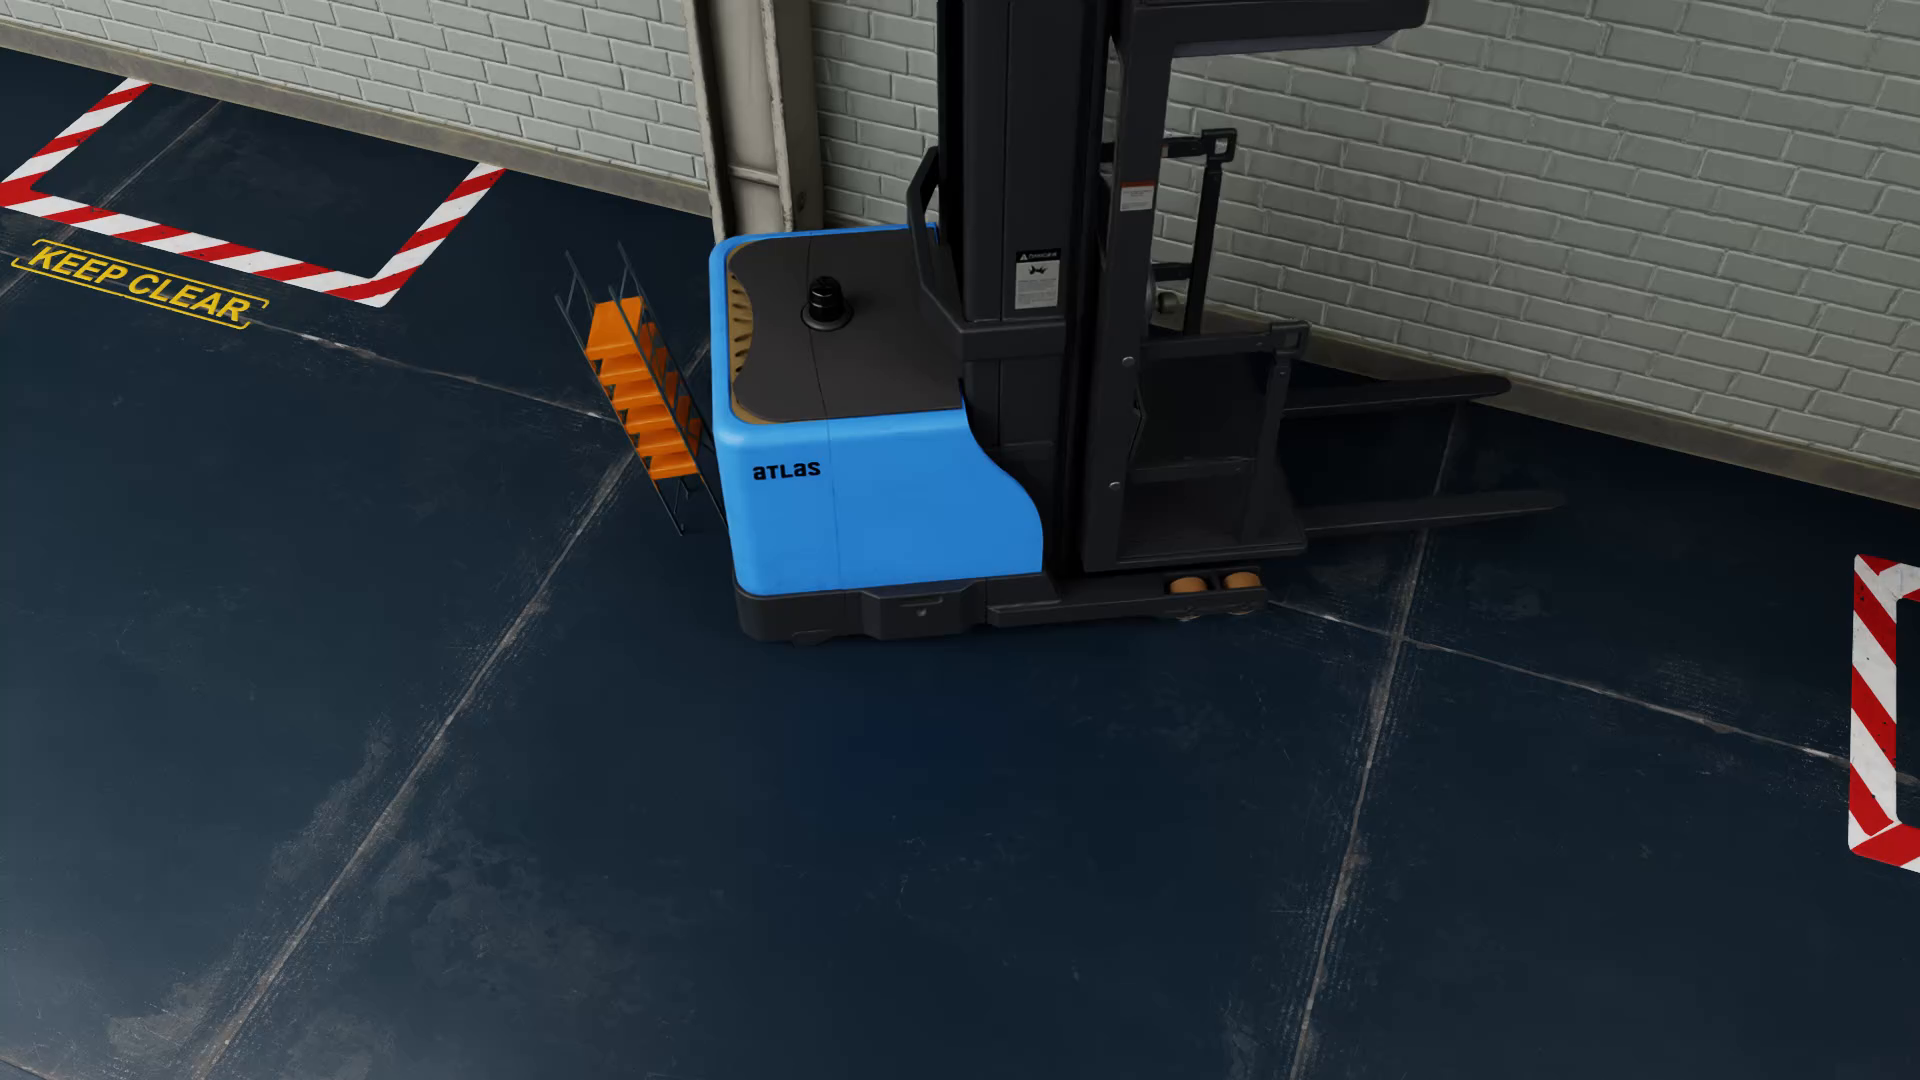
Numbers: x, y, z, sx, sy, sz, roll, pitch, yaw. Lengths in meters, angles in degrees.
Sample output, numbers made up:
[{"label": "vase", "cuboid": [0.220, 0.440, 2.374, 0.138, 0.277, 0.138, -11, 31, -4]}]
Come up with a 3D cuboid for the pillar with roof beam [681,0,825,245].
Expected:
[{"label": "pillar with roof beam", "cuboid": [-2.319, -1.172, 1.311, 0.400, 9.000, 9.100, 16, 51, 13]}]

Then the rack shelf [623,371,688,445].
[{"label": "rack shelf", "cuboid": [-1.079, -0.474, 5.915, 0.180, 0.103, 0.258, -8, 48, 9]}]

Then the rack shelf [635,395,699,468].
[{"label": "rack shelf", "cuboid": [-1.053, -0.397, 6.003, 0.180, 0.103, 0.258, -8, 48, 9]}]

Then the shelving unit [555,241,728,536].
[{"label": "shelving unit", "cuboid": [-1.089, -0.502, 5.882, 0.189, 1.200, 0.258, -8, 48, 9]}]

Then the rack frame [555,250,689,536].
[{"label": "rack frame", "cuboid": [-1.178, -0.489, 5.897, 0.006, 1.200, 0.240, -8, 48, 9]}]

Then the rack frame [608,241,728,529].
[{"label": "rack frame", "cuboid": [-0.999, -0.515, 5.867, 0.006, 1.200, 0.240, -8, 48, 9]}]

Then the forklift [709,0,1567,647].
[{"label": "forklift", "cuboid": [0.675, -1.068, 5.236, 3.031, 2.935, 1.130, -5, 49, -4]}]

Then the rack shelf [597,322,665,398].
[{"label": "rack shelf", "cuboid": [-1.131, -0.627, 5.738, 0.180, 0.103, 0.258, -8, 48, 9]}]

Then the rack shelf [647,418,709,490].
[{"label": "rack shelf", "cuboid": [-1.027, -0.320, 6.092, 0.180, 0.103, 0.258, -8, 48, 9]}]

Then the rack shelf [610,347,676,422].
[{"label": "rack shelf", "cuboid": [-1.105, -0.550, 5.826, 0.180, 0.103, 0.258, -8, 48, 9]}]

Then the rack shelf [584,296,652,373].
[{"label": "rack shelf", "cuboid": [-1.157, -0.704, 5.649, 0.180, 0.103, 0.258, -8, 48, 9]}]
